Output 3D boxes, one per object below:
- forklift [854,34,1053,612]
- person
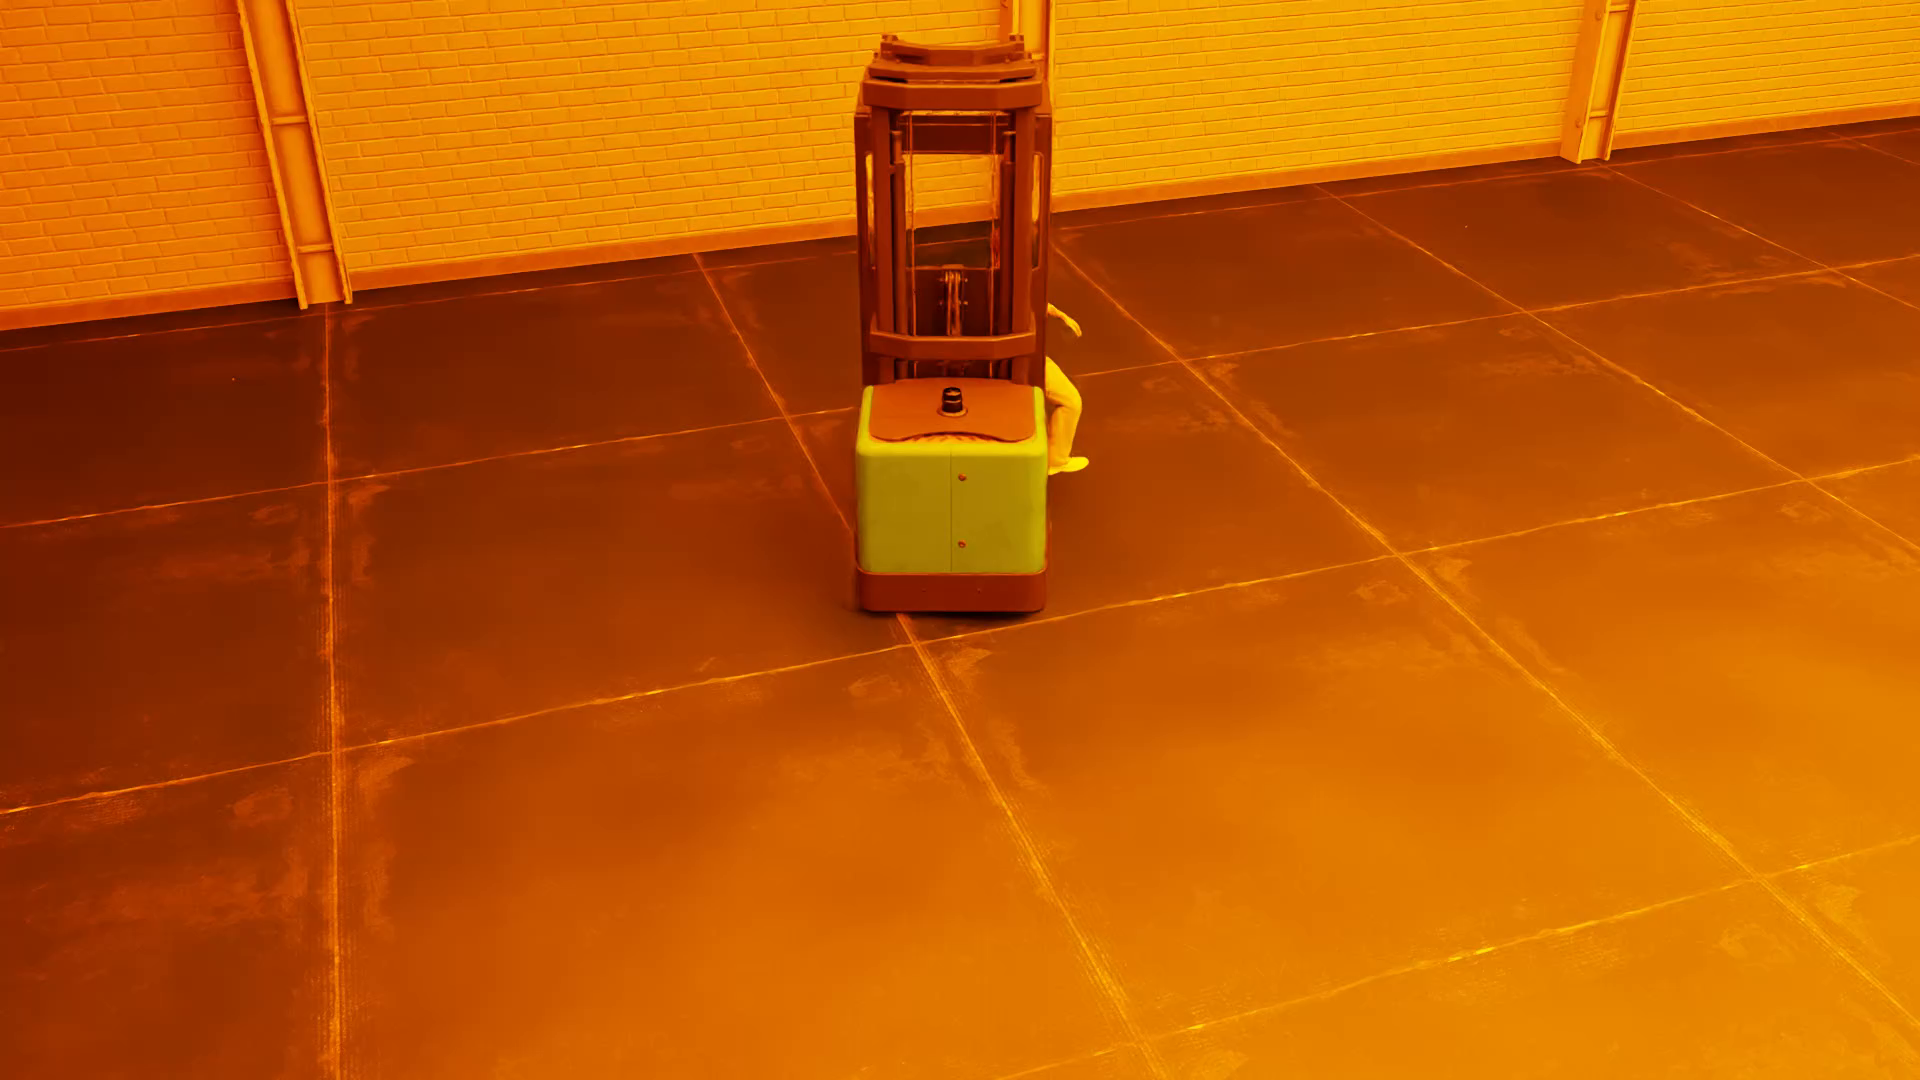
[{"bbox_3d":[-0.036,-1.568,9.811,1.130,2.935,3.031,0,30,0],"label":"forklift"},{"bbox_3d":[0.390,-1.115,10.197,0.783,1.574,0.637,-13,32,-21],"label":"person"}]
